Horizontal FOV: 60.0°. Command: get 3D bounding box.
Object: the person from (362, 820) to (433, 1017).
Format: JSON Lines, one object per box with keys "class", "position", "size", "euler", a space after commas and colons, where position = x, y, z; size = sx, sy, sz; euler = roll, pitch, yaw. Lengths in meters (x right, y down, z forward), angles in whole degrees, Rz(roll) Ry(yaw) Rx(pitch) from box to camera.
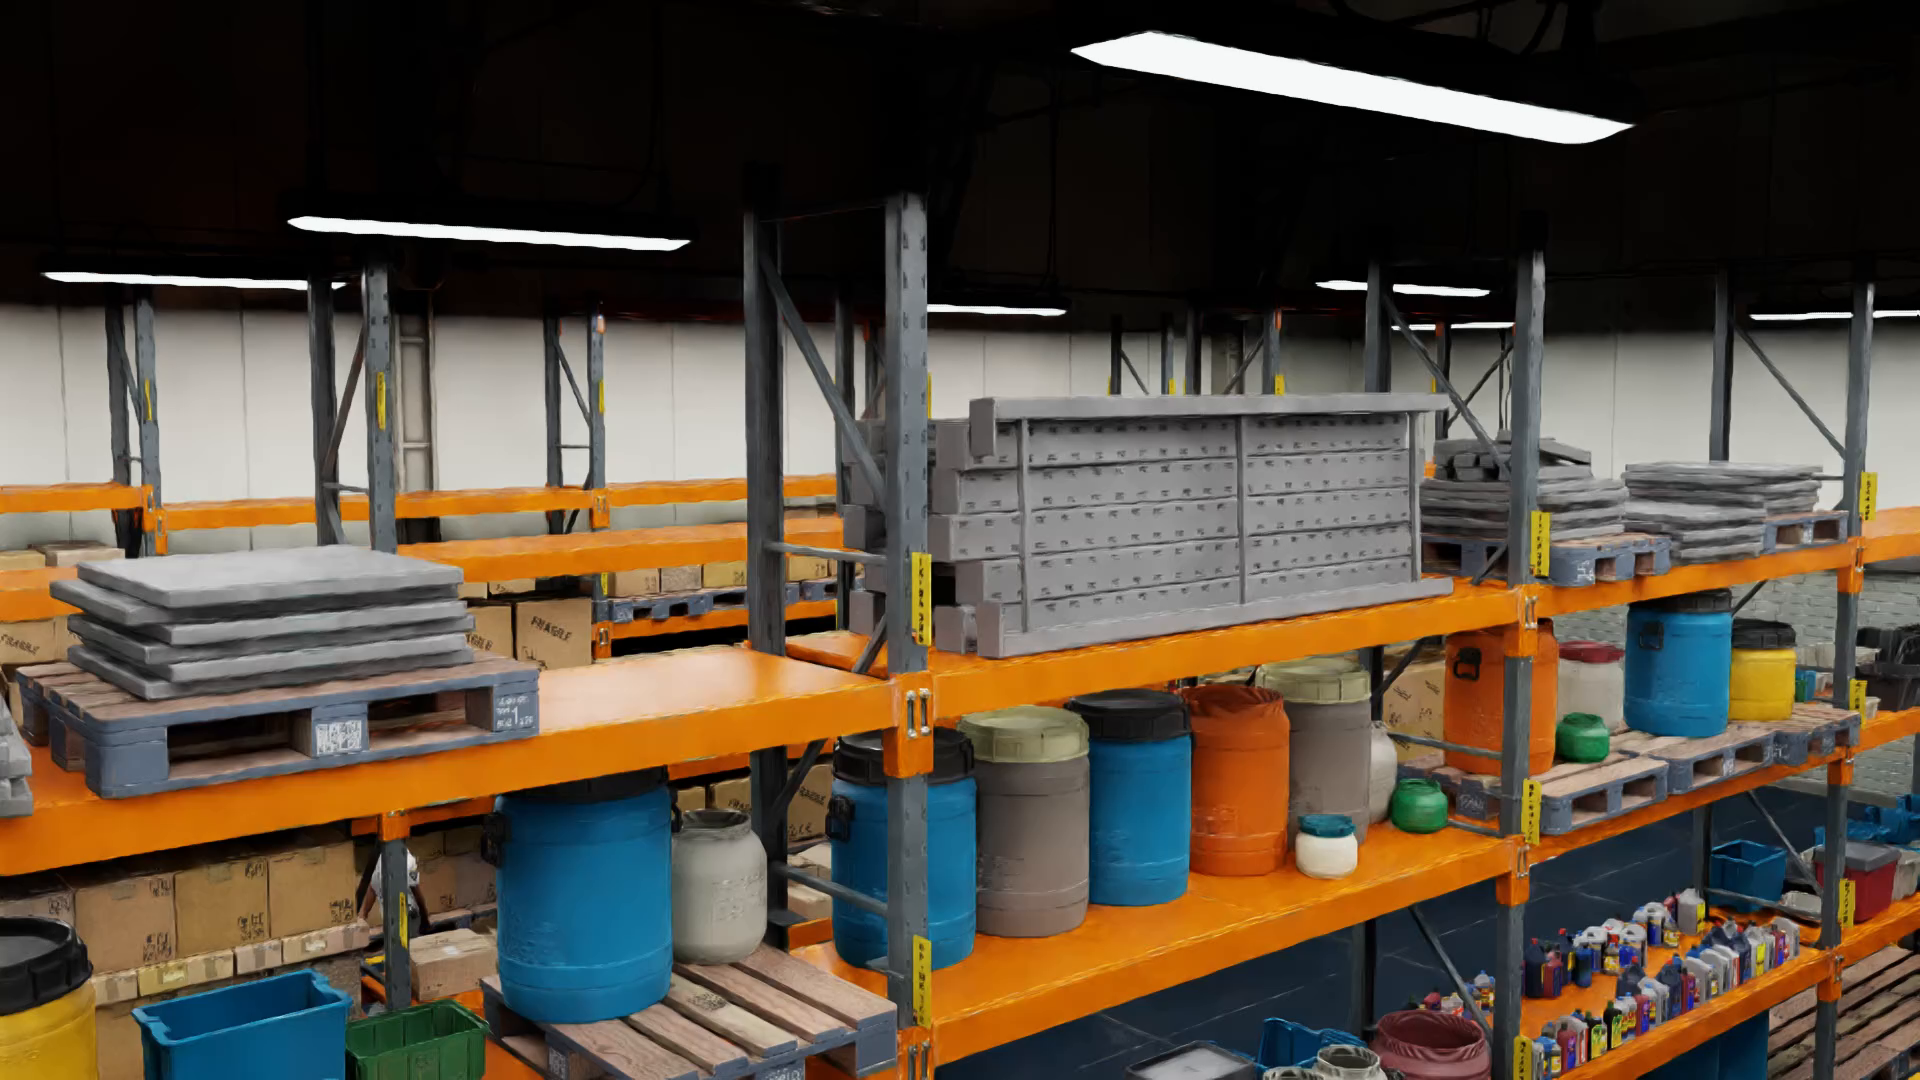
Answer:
{"class": "person", "position": [-4.592, 3.041, 13.533], "size": [0.448, 1.623, 0.988], "euler": [5, 7, 41]}
